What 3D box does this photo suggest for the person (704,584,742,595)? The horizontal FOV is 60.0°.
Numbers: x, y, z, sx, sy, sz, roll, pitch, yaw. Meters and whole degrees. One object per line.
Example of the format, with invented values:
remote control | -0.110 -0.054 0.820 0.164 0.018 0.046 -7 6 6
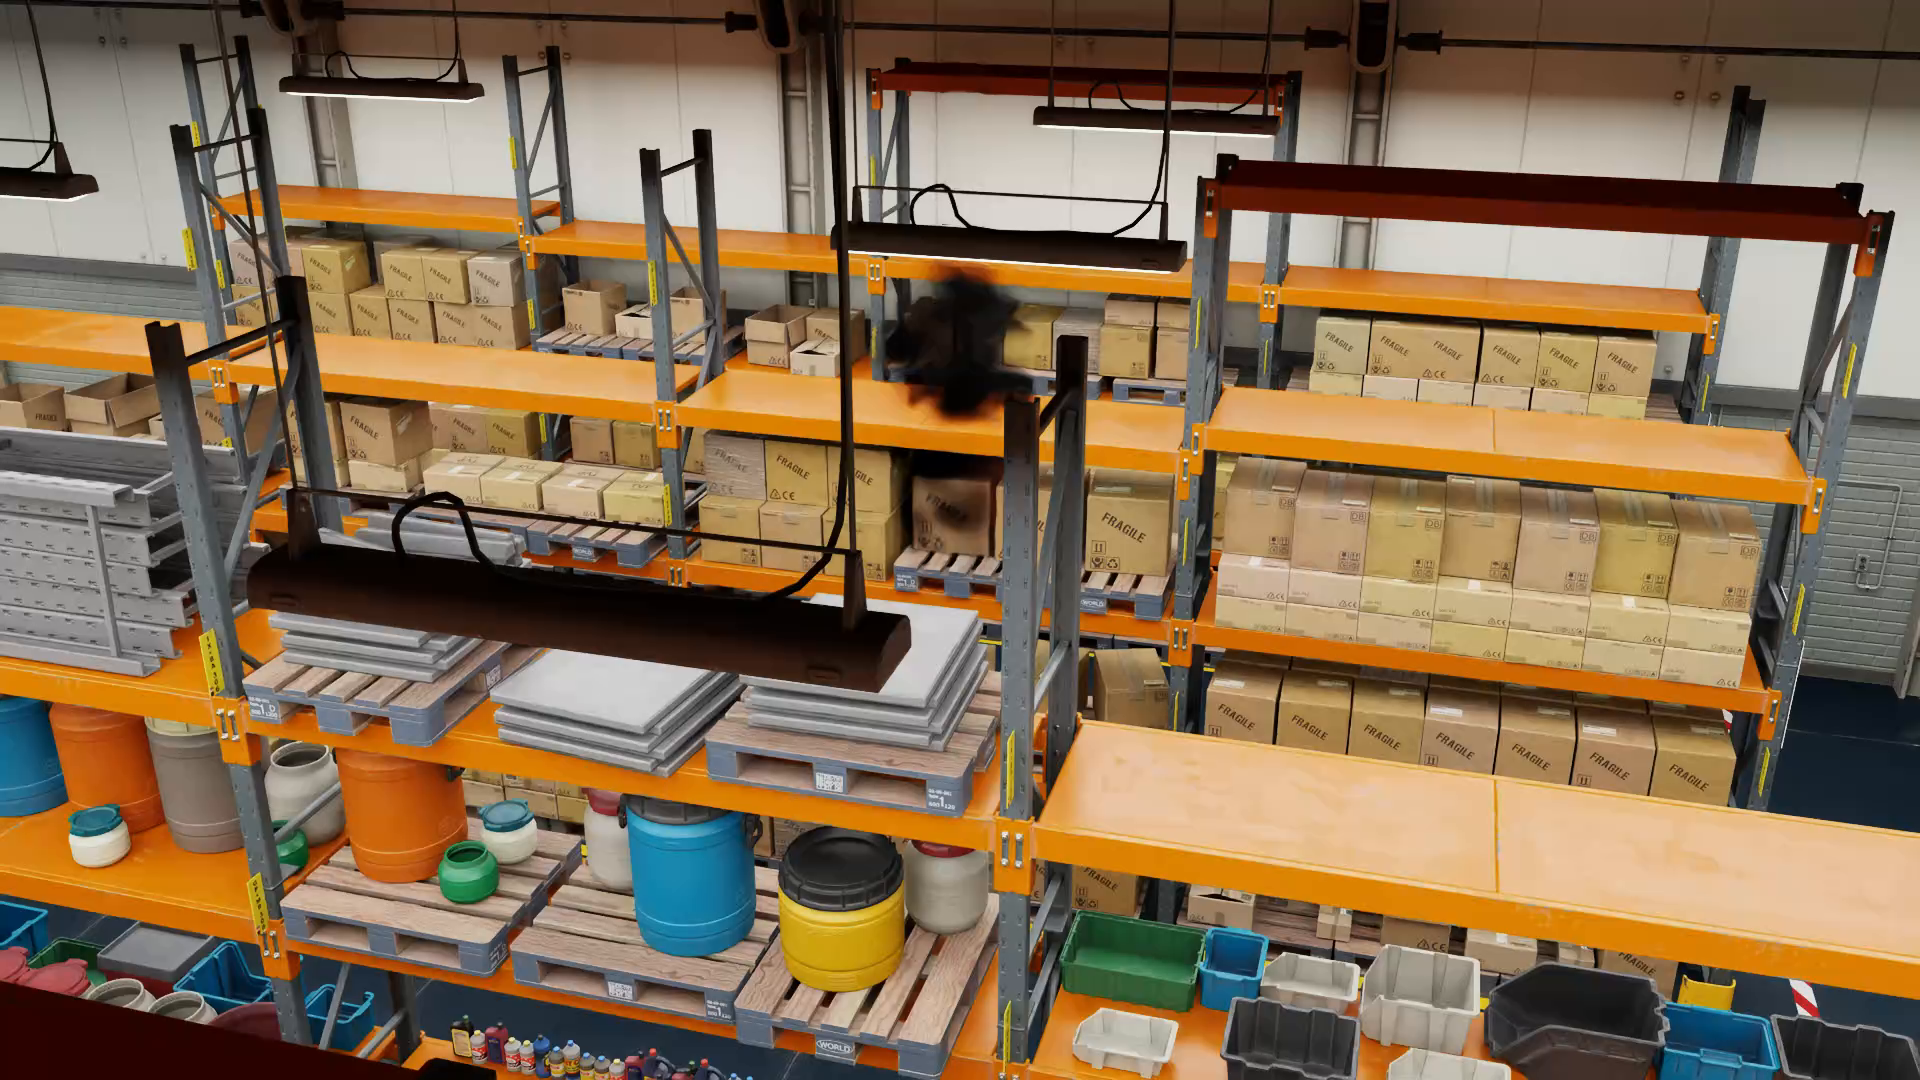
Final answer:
person | -2.286 1.088 15.899 0.633 1.747 0.726 6 23 13
